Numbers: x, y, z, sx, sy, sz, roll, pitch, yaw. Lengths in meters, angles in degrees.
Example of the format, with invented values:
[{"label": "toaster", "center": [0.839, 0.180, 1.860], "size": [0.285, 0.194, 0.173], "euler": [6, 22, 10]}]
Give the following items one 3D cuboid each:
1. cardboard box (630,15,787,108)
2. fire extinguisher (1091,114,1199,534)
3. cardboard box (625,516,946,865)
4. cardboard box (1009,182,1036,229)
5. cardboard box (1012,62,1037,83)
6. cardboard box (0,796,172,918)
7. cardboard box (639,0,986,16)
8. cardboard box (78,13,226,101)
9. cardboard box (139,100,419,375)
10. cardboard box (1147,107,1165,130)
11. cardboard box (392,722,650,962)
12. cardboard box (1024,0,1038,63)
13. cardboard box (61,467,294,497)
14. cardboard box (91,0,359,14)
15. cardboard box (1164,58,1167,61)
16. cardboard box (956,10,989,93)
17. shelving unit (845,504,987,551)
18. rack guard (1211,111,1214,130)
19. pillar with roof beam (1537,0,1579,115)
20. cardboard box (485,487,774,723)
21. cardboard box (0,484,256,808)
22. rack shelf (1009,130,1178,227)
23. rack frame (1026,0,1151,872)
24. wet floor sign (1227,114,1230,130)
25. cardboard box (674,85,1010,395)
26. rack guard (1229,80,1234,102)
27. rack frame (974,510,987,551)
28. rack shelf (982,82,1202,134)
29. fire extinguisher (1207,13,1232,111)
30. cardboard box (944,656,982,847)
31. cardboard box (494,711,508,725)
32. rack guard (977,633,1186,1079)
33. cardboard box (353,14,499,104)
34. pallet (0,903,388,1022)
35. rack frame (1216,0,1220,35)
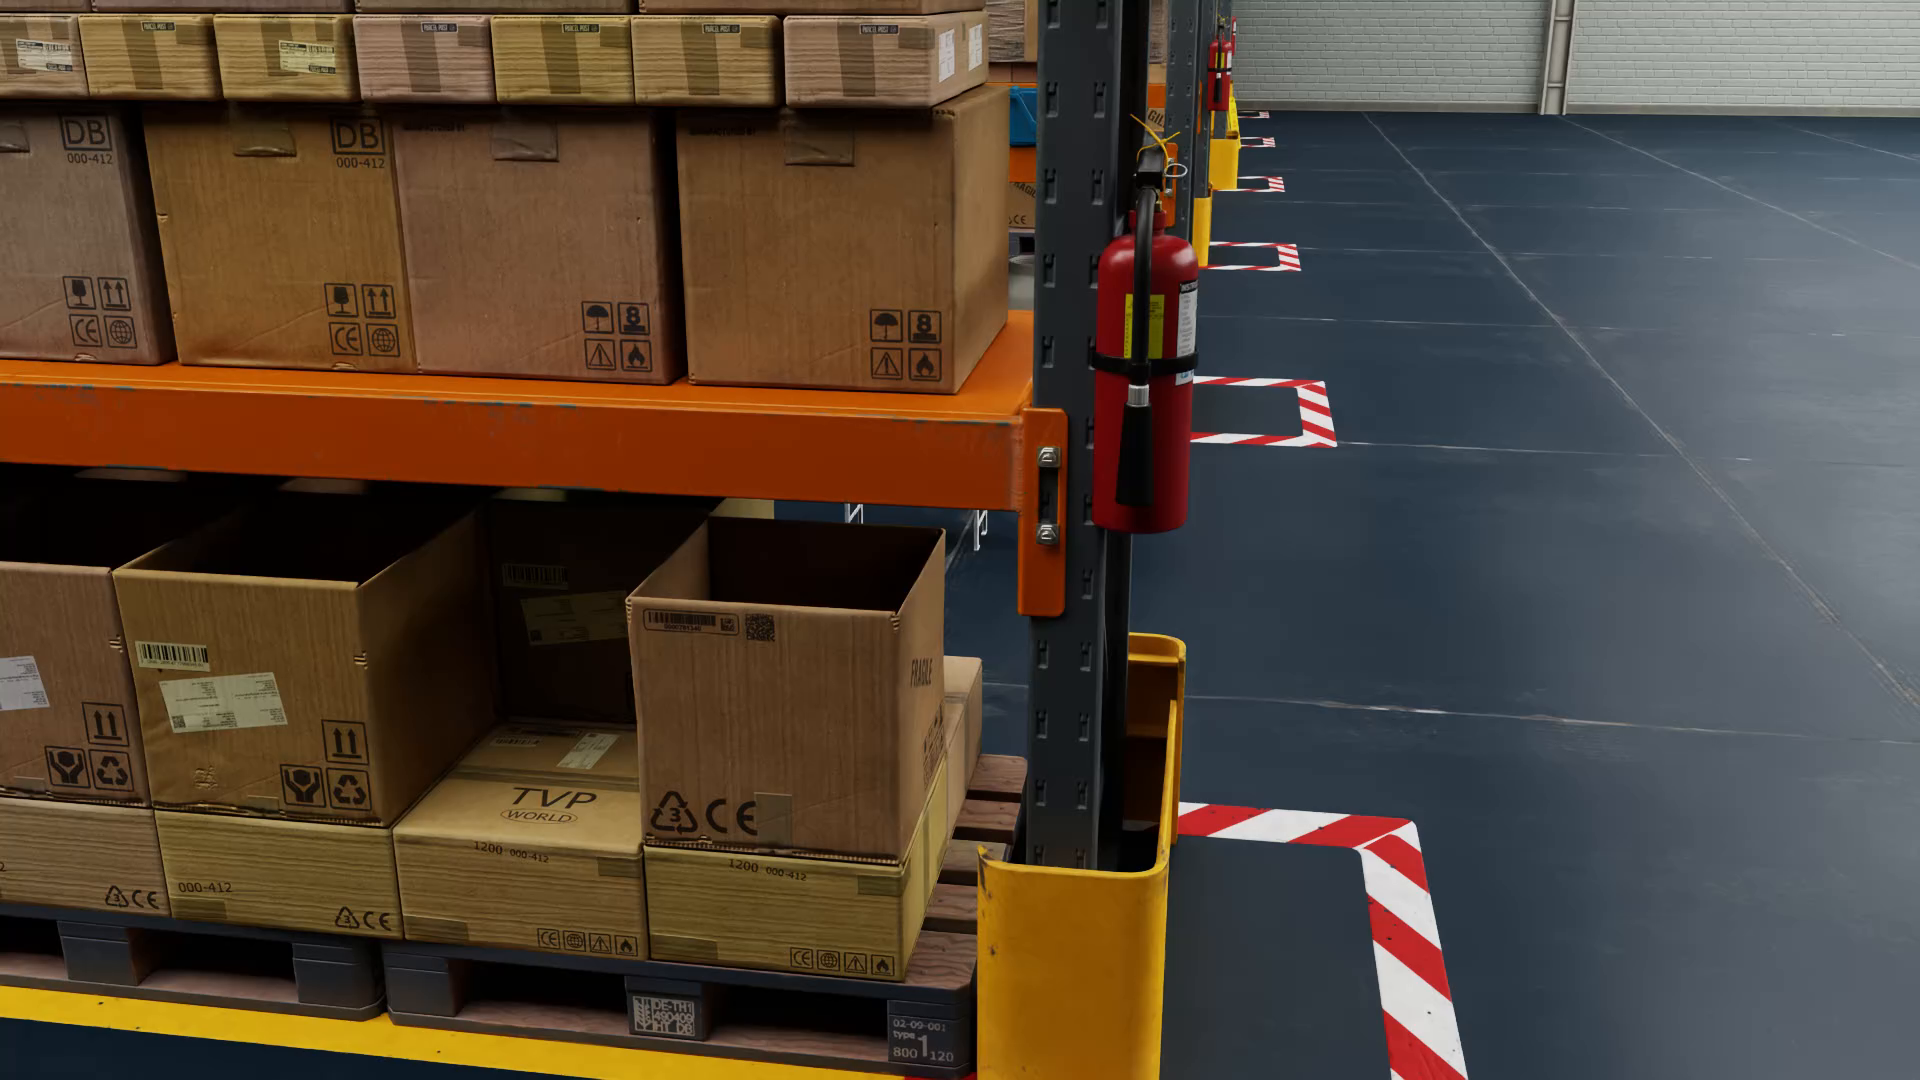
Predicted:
[{"label": "cardboard box", "center": [-0.404, -0.869, 2.993], "size": [0.250, 0.149, 0.380], "euler": [3, 19, 10]}, {"label": "fire extinguisher", "center": [0.305, -0.354, 2.754], "size": [0.183, 0.674, 0.296], "euler": [3, 19, 9]}, {"label": "cardboard box", "center": [-0.315, 0.274, 3.248], "size": [0.500, 0.500, 0.500], "euler": [3, 19, 9]}, {"label": "cardboard box", "center": [0.627, -2.715, 12.967], "size": [0.500, 0.500, 0.500], "euler": [8, 20, 23]}, {"label": "cardboard box", "center": [0.536, -3.528, 12.515], "size": [0.250, 0.149, 0.380], "euler": [3, 19, 9]}, {"label": "cardboard box", "center": [-1.797, 0.557, 3.583], "size": [0.500, 0.250, 0.500], "euler": [3, 19, 9]}, {"label": "cardboard box", "center": [-0.249, -1.235, 3.063], "size": [0.500, 0.500, 0.700], "euler": [3, 19, 9]}, {"label": "cardboard box", "center": [-1.424, -0.921, 3.149], "size": [0.250, 0.149, 0.380], "euler": [3, 19, 10]}, {"label": "cardboard box", "center": [-1.206, -0.668, 3.416], "size": [0.500, 0.500, 0.700], "euler": [3, 19, 9]}, {"label": "cardboard box", "center": [2.043, -4.399, 17.409], "size": [0.875, 0.875, 0.875], "euler": [3, 19, 9]}, {"label": "cardboard box", "center": [-0.810, 0.607, 3.432], "size": [0.500, 0.250, 0.500], "euler": [3, 19, 9]}, {"label": "cardboard box", "center": [0.786, -3.857, 12.478], "size": [0.500, 0.500, 0.875], "euler": [3, 19, 9]}, {"label": "cardboard box", "center": [-1.713, 0.034, 3.963], "size": [0.500, 0.500, 0.500], "euler": [3, 19, 9]}, {"label": "cardboard box", "center": [-1.267, -1.284, 3.212], "size": [0.500, 0.500, 0.700], "euler": [3, 19, 9]}, {"label": "cardboard box", "center": [1.593, -3.615, 12.776], "size": [0.250, 0.149, 0.380], "euler": [3, 19, 9]}, {"label": "cardboard box", "center": [-0.091, -0.984, 3.337], "size": [0.250, 0.149, 0.380], "euler": [3, 19, 8]}, {"label": "shelving unit", "center": [-0.163, -0.577, 6.138], "size": [0.503, 1.200, 0.258], "euler": [3, 19, 9]}, {"label": "rack guard", "center": [3.334, -5.568, 22.157], "size": [0.348, 0.500, 1.175], "euler": [3, 19, 9]}, {"label": "pillar with roof beam", "center": [8.889, -9.817, 21.460], "size": [0.400, 9.000, 9.100], "euler": [3, 19, 9]}, {"label": "cardboard box", "center": [-0.726, 0.086, 3.808], "size": [0.500, 0.500, 0.500], "euler": [3, 19, 9]}, {"label": "cardboard box", "center": [-1.798, 0.202, 3.461], "size": [0.500, 0.500, 0.500], "euler": [3, 19, 9]}, {"label": "rack shelf", "center": [-0.923, -1.853, 8.247], "size": [4.000, 0.370, 1.077], "euler": [3, 19, 9]}, {"label": "rack frame", "center": [0.262, -0.542, 3.195], "size": [0.127, 3.000, 1.000], "euler": [3, 19, 9]}, {"label": "wet floor sign", "center": [3.066, -4.696, 19.322], "size": [0.232, 0.644, 0.267], "euler": [0, 19, -1]}, {"label": "cardboard box", "center": [-0.197, -0.617, 3.261], "size": [0.500, 0.500, 0.700], "euler": [3, 19, 9]}, {"label": "rack guard", "center": [4.216, -7.118, 26.790], "size": [0.348, 0.500, 1.175], "euler": [3, 19, 9]}, {"label": "rack frame", "center": [0.077, -0.565, 6.101], "size": [0.015, 1.200, 0.240], "euler": [3, 19, 9]}, {"label": "rack shelf", "center": [-0.138, -3.405, 12.885], "size": [4.000, 0.370, 1.077], "euler": [3, 19, 9]}, {"label": "fire extinguisher", "center": [1.877, -3.458, 12.033], "size": [0.183, 0.674, 0.296], "euler": [3, 19, 9]}, {"label": "cardboard box", "center": [-0.232, 0.466, 3.853], "size": [0.500, 0.250, 0.500], "euler": [3, 19, 9]}, {"label": "cardboard box", "center": [-1.220, 0.417, 4.001], "size": [0.500, 0.250, 0.500], "euler": [3, 19, 9]}, {"label": "rack guard", "center": [0.286, 0.645, 3.588], "size": [0.348, 0.500, 1.175], "euler": [3, 19, 9]}, {"label": "cardboard box", "center": [-0.905, -0.895, 3.071], "size": [0.250, 0.149, 0.380], "euler": [3, 19, 9]}, {"label": "pallet", "center": [-1.701, 0.693, 3.899], "size": [1.213, 0.211, 1.003], "euler": [3, 19, 9]}, {"label": "rack frame", "center": [3.409, -6.750, 21.749], "size": [0.127, 3.000, 1.000], "euler": [3, 19, 9]}]
